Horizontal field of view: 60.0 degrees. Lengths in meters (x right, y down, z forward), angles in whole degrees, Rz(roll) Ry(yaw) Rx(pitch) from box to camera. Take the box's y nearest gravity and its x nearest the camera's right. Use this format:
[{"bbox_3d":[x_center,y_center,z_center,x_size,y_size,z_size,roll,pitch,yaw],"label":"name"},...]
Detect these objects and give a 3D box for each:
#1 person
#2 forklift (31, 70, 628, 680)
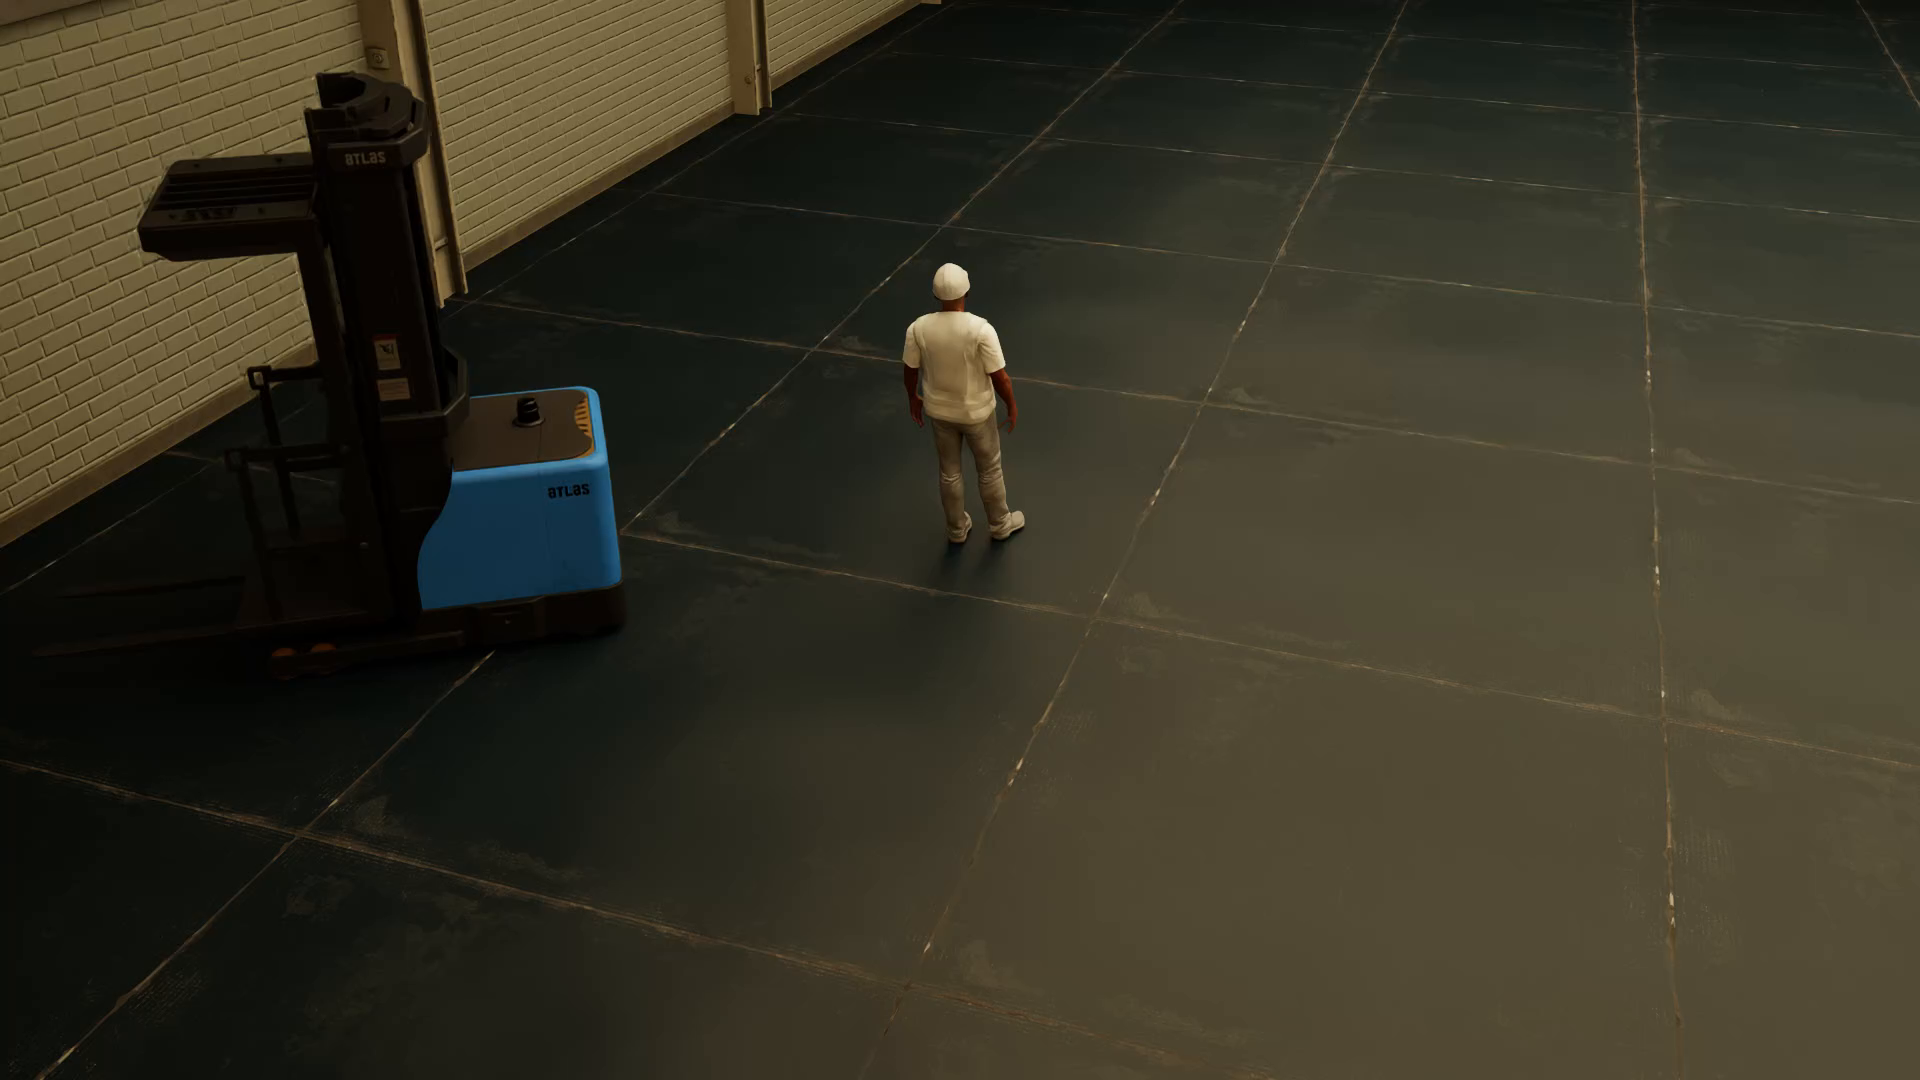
[{"bbox_3d":[0.028,-0.805,9.712,0.666,1.768,0.575,10,31,16],"label":"person"},{"bbox_3d":[-3.413,-0.822,8.578,3.031,2.935,1.130,-7,30,-12],"label":"forklift"}]
